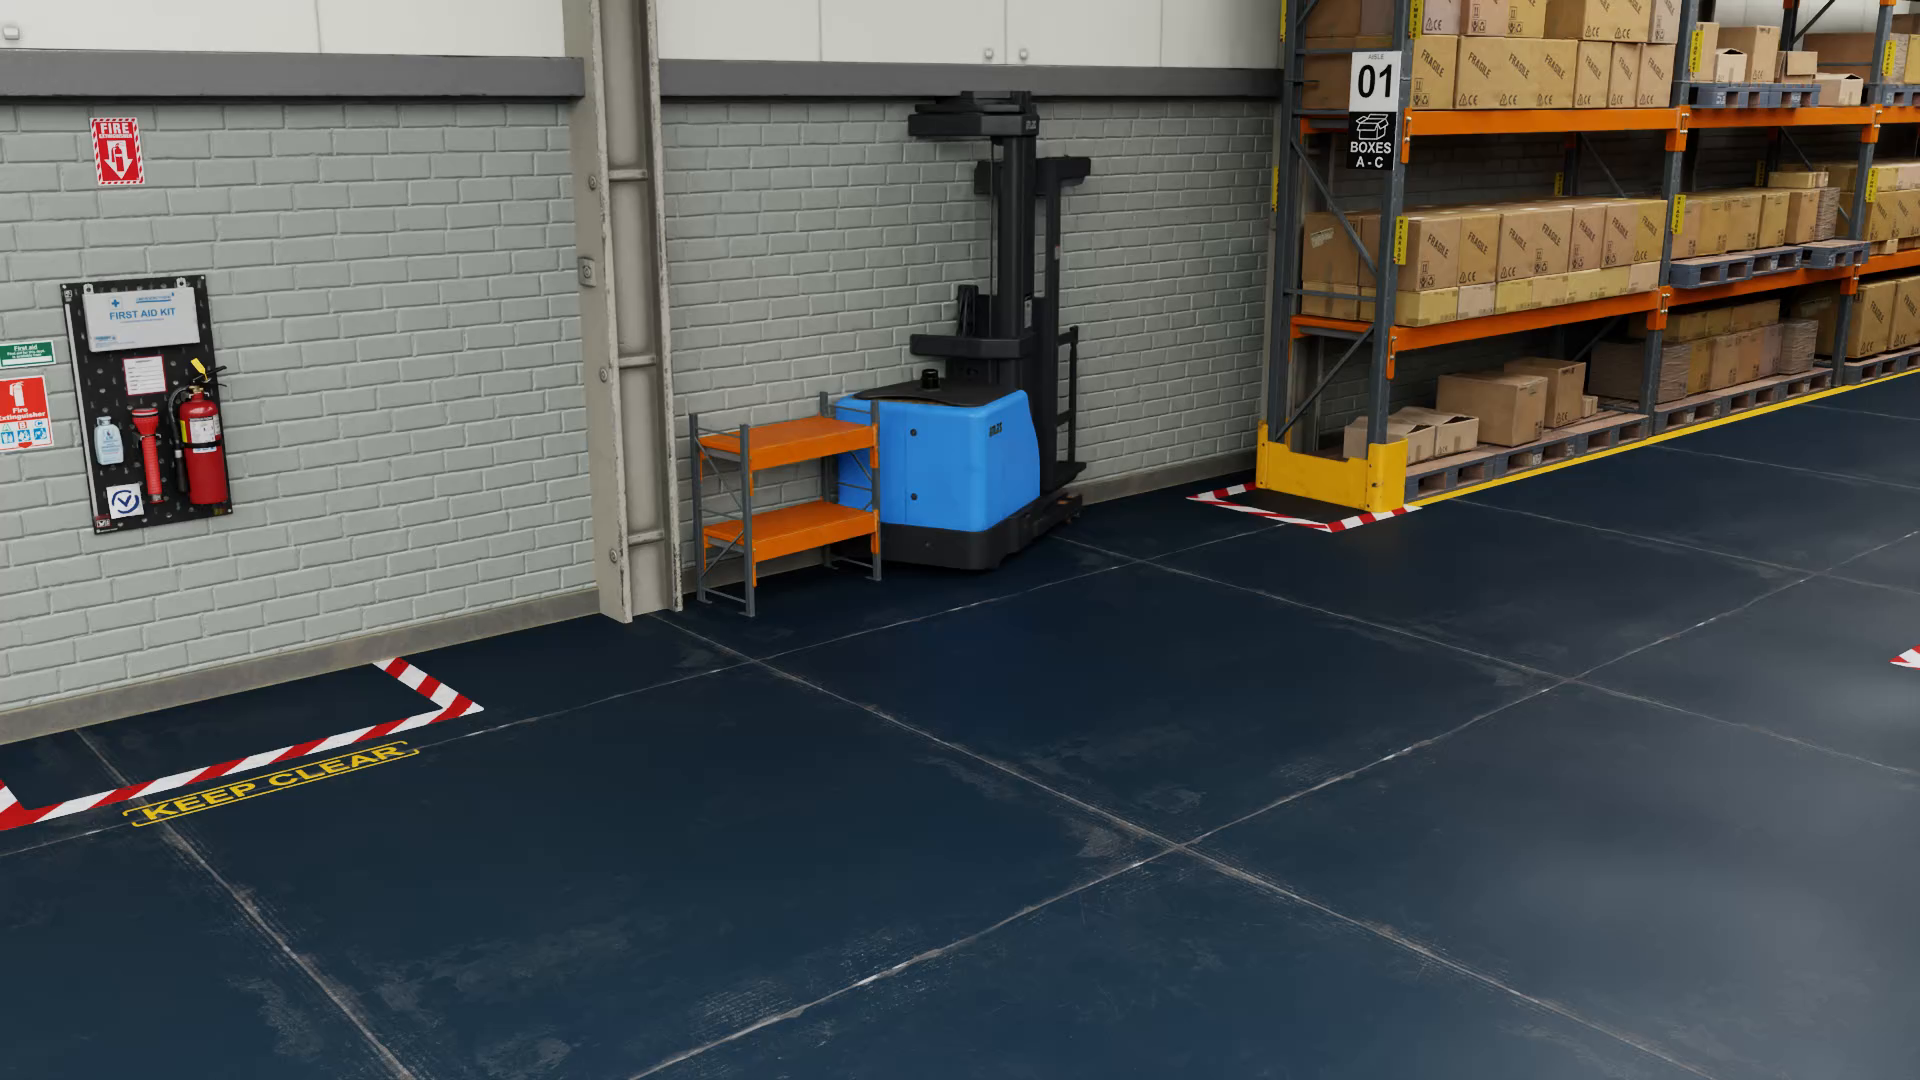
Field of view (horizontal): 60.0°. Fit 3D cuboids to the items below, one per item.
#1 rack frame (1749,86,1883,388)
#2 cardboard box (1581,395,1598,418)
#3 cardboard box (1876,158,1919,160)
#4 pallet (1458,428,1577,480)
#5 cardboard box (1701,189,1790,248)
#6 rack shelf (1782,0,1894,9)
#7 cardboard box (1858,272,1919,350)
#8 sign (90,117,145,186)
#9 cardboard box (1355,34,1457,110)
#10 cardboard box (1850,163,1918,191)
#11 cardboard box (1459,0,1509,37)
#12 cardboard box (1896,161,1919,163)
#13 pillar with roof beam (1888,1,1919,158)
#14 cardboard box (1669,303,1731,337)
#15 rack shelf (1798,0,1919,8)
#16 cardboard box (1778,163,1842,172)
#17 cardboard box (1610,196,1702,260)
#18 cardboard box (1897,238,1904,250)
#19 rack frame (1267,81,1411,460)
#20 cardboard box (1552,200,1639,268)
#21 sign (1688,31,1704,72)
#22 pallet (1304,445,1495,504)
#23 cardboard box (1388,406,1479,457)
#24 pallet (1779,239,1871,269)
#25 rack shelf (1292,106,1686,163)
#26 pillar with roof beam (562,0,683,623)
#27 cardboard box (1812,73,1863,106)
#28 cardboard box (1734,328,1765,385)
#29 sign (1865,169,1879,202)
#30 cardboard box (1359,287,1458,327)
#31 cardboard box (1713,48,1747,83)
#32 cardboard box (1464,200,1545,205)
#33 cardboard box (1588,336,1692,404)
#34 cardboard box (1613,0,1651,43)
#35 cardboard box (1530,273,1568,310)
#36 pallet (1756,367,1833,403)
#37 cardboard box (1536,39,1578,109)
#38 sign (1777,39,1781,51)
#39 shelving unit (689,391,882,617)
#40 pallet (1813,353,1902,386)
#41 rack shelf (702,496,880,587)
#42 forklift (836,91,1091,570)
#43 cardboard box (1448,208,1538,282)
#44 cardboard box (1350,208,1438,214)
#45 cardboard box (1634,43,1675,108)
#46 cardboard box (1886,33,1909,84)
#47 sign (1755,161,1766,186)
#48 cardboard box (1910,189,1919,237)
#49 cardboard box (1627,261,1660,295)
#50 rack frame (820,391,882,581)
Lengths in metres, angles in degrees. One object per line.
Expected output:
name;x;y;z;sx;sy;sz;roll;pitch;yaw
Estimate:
rack frame;8.737;-3.122;17.127;0.127;3.000;1.000;-13;19;-39
cardboard box;5.335;-1.192;14.538;0.380;0.166;0.250;13;20;40
cardboard box;10.846;-4.247;19.075;0.500;0.250;0.500;-12;19;-39
pallet;4.315;-0.769;13.721;1.213;0.211;1.003;-13;19;-39
cardboard box;7.463;-3.086;15.946;0.500;0.500;0.700;-13;19;-39
rack shelf;7.228;-5.141;15.229;4.000;0.370;1.077;-13;19;-39
cardboard box;10.043;-2.533;18.272;0.750;0.750;0.750;-13;20;-40
sign;-3.825;-1.765;7.551;0.199;0.298;0.001;-13;19;-39
cardboard box;3.118;-3.282;11.681;0.500;0.500;0.500;-12;19;-38
cardboard box;9.653;-3.804;17.418;0.500;0.250;0.500;-13;20;-40
cardboard box;3.563;-3.851;11.870;0.500;0.500;0.500;-13;20;-40
cardboard box;10.409;-3.977;18.066;0.500;0.250;0.500;-13;20;-40
pillar with roof beam;14.541;-6.147;16.826;0.400;9.000;9.100;-13;19;-39
cardboard box;6.984;-2.104;15.853;0.500;0.250;0.500;-13;20;-41
rack shelf;10.246;-5.819;17.766;4.000;0.370;1.077;-13;19;-39
cardboard box;8.909;-3.814;17.453;0.500;0.250;0.500;-12;19;-38
cardboard box;6.126;-2.785;14.818;0.500;0.500;0.700;-13;19;-39
cardboard box;9.888;-3.203;17.877;0.250;0.149;0.380;-12;19;-38
rack frame;2.702;-1.767;12.053;0.127;3.000;1.000;-13;19;-39
cardboard box;5.193;-2.518;13.664;0.500;0.500;0.500;-13;20;-40
sign;6.081;-4.039;13.746;0.005;0.325;0.100;-13;19;-39
pallet;3.395;-0.564;12.951;1.213;0.211;1.003;-13;19;-39
cardboard box;3.713;-0.877;13.078;0.500;0.311;0.500;-11;18;-35
pallet;8.269;-2.888;16.622;1.003;0.211;1.213;-13;19;-39
rack shelf;4.210;-3.208;13.027;4.000;0.370;1.077;-13;19;-39
pillar with roof beam;0.962;-3.098;5.411;0.400;9.000;9.100;-13;19;-39
cardboard box;8.371;-4.364;16.095;0.500;0.311;0.500;-13;19;-39
cardboard box;7.407;-1.841;16.320;0.500;0.500;0.700;-13;20;-40
sign;9.100;-3.539;16.598;0.005;0.325;0.100;-13;19;-39
cardboard box;3.278;-1.725;12.148;0.500;0.250;0.500;-13;20;-41
cardboard box;6.649;-4.235;14.839;0.500;0.311;0.500;-12;19;-38
cardboard box;4.455;-2.535;13.727;0.500;0.500;0.500;-12;19;-38
cardboard box;6.264;-1.578;15.335;0.500;0.500;0.700;-12;19;-38
cardboard box;5.111;-4.202;13.186;0.500;0.500;0.500;-11;19;-36
cardboard box;4.432;-1.986;13.126;0.500;0.250;0.500;-12;19;-39
pallet;8.146;-1.643;16.992;1.213;0.211;1.003;-13;19;-39
cardboard box;4.326;-3.550;12.683;0.500;0.500;0.500;-11;19;-36
sign;8.379;-4.969;17.073;0.005;0.325;0.100;-13;19;-39
shelving unit;-1.028;-0.240;9.969;0.538;1.125;1.048;14;20;41
pallet;9.381;-1.894;17.932;1.213;0.211;1.003;-13;19;-39
rack shelf;-1.028;-0.004;10.033;0.538;0.278;1.000;14;20;41
forklift;0.232;-1.566;11.434;1.130;2.935;3.031;6;16;21
cardboard box;4.032;-2.257;12.686;0.500;0.500;0.500;-13;20;-41
cardboard box;3.304;-2.271;12.739;0.500;0.500;0.500;-12;19;-39
cardboard box;5.499;-3.818;13.686;0.500;0.500;0.500;-12;19;-38
cardboard box;9.430;-5.026;17.394;0.500;0.500;0.700;-14;20;-42
sign;8.370;-3.789;17.380;0.005;0.325;0.100;-13;19;-39
cardboard box;10.047;-3.527;17.834;0.500;0.500;0.500;-13;20;-40
cardboard box;5.561;-2.243;14.086;0.500;0.250;0.500;-13;19;-39
rack frame;-0.680;-0.336;10.328;0.500;1.125;0.032;14;20;41
